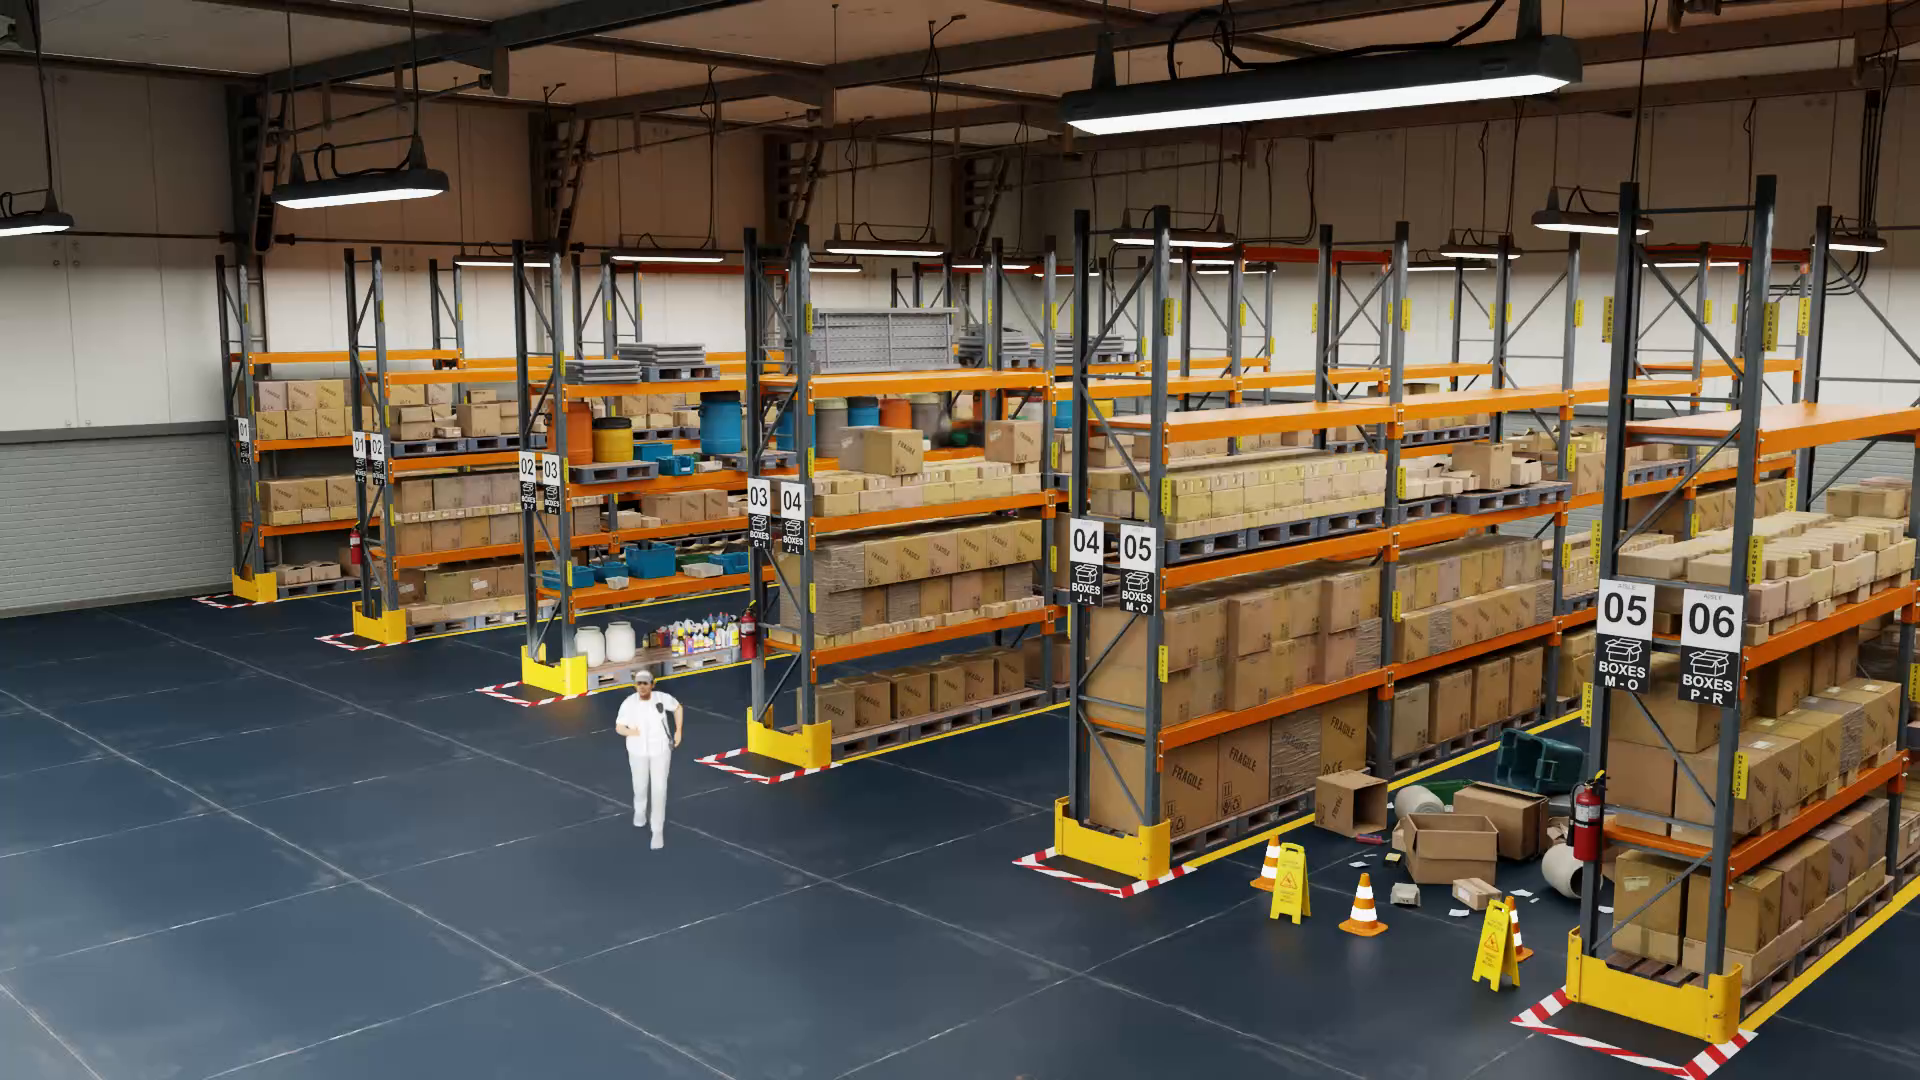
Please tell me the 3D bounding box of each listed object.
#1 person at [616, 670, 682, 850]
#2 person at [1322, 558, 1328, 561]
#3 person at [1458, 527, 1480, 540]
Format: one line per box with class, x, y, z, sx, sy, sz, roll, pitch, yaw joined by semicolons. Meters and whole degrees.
person;-3.005;2.080;16.135;0.611;1.716;0.882;-1;8;-4
person;5.150;1.051;23.665;0.539;1.568;0.831;7;10;39
person;8.058;0.552;26.479;0.658;1.741;0.598;6;10;36
